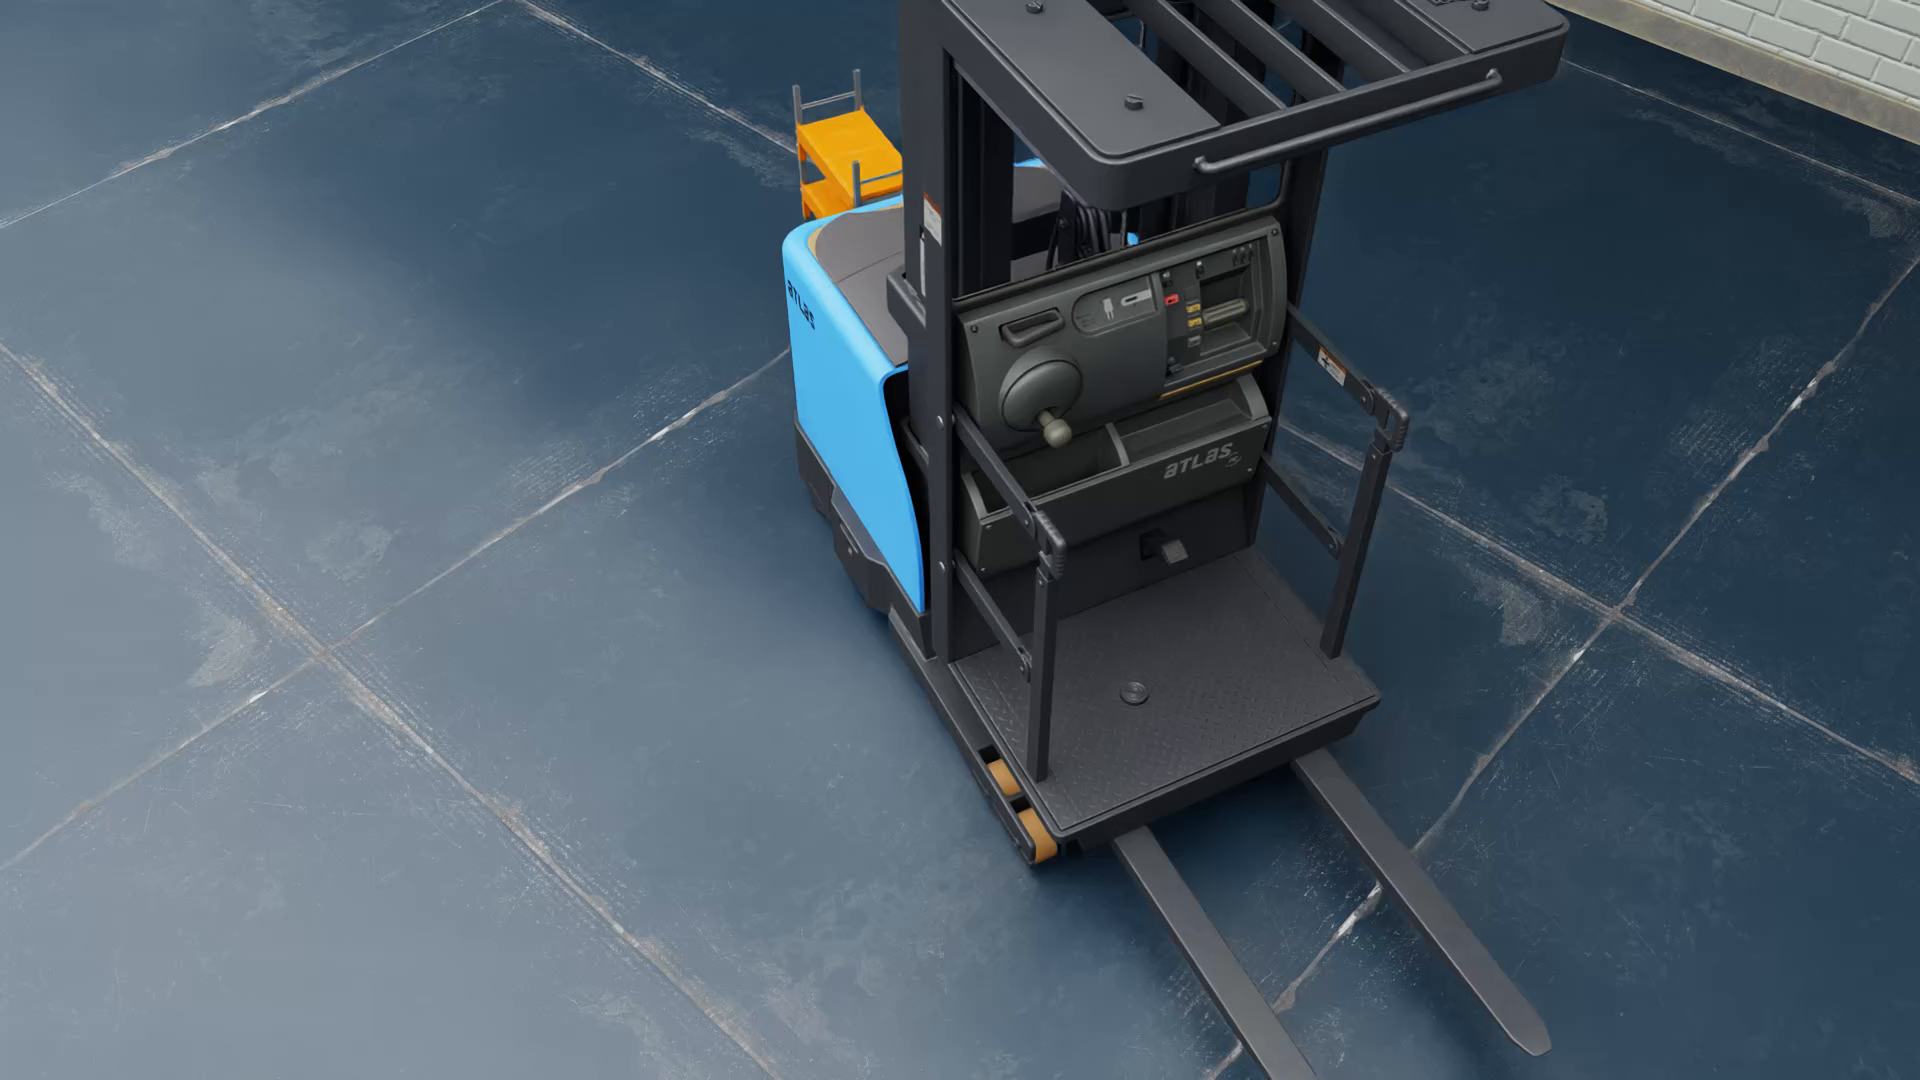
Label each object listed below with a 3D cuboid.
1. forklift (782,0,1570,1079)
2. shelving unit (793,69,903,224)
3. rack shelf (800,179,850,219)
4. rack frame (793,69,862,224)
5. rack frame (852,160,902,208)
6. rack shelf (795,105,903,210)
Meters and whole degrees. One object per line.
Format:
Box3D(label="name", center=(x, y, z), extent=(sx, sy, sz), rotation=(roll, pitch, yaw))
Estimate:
Box3D(label="forklift", center=(0.537, -0.436, 4.149), extent=(1.130, 2.935, 3.031), rotation=(-20, 50, -18))
Box3D(label="shelving unit", center=(-0.337, -0.971, 5.839), extent=(0.258, 1.200, 0.503), rotation=(-20, 50, -18))
Box3D(label="rack shelf", center=(-0.337, -1.078, 5.725), extent=(0.258, 0.148, 0.480), rotation=(-20, 50, -18))
Box3D(label="rack frame", center=(-0.445, -1.131, 5.989), extent=(0.240, 1.200, 0.015), rotation=(-20, 50, -18))
Box3D(label="rack frame", center=(-0.230, -0.812, 5.689), extent=(0.240, 1.200, 0.015), rotation=(-20, 50, -18))
Box3D(label="rack shelf", center=(-0.337, -1.240, 5.552), extent=(0.258, 0.148, 0.480), rotation=(-20, 50, -18))
